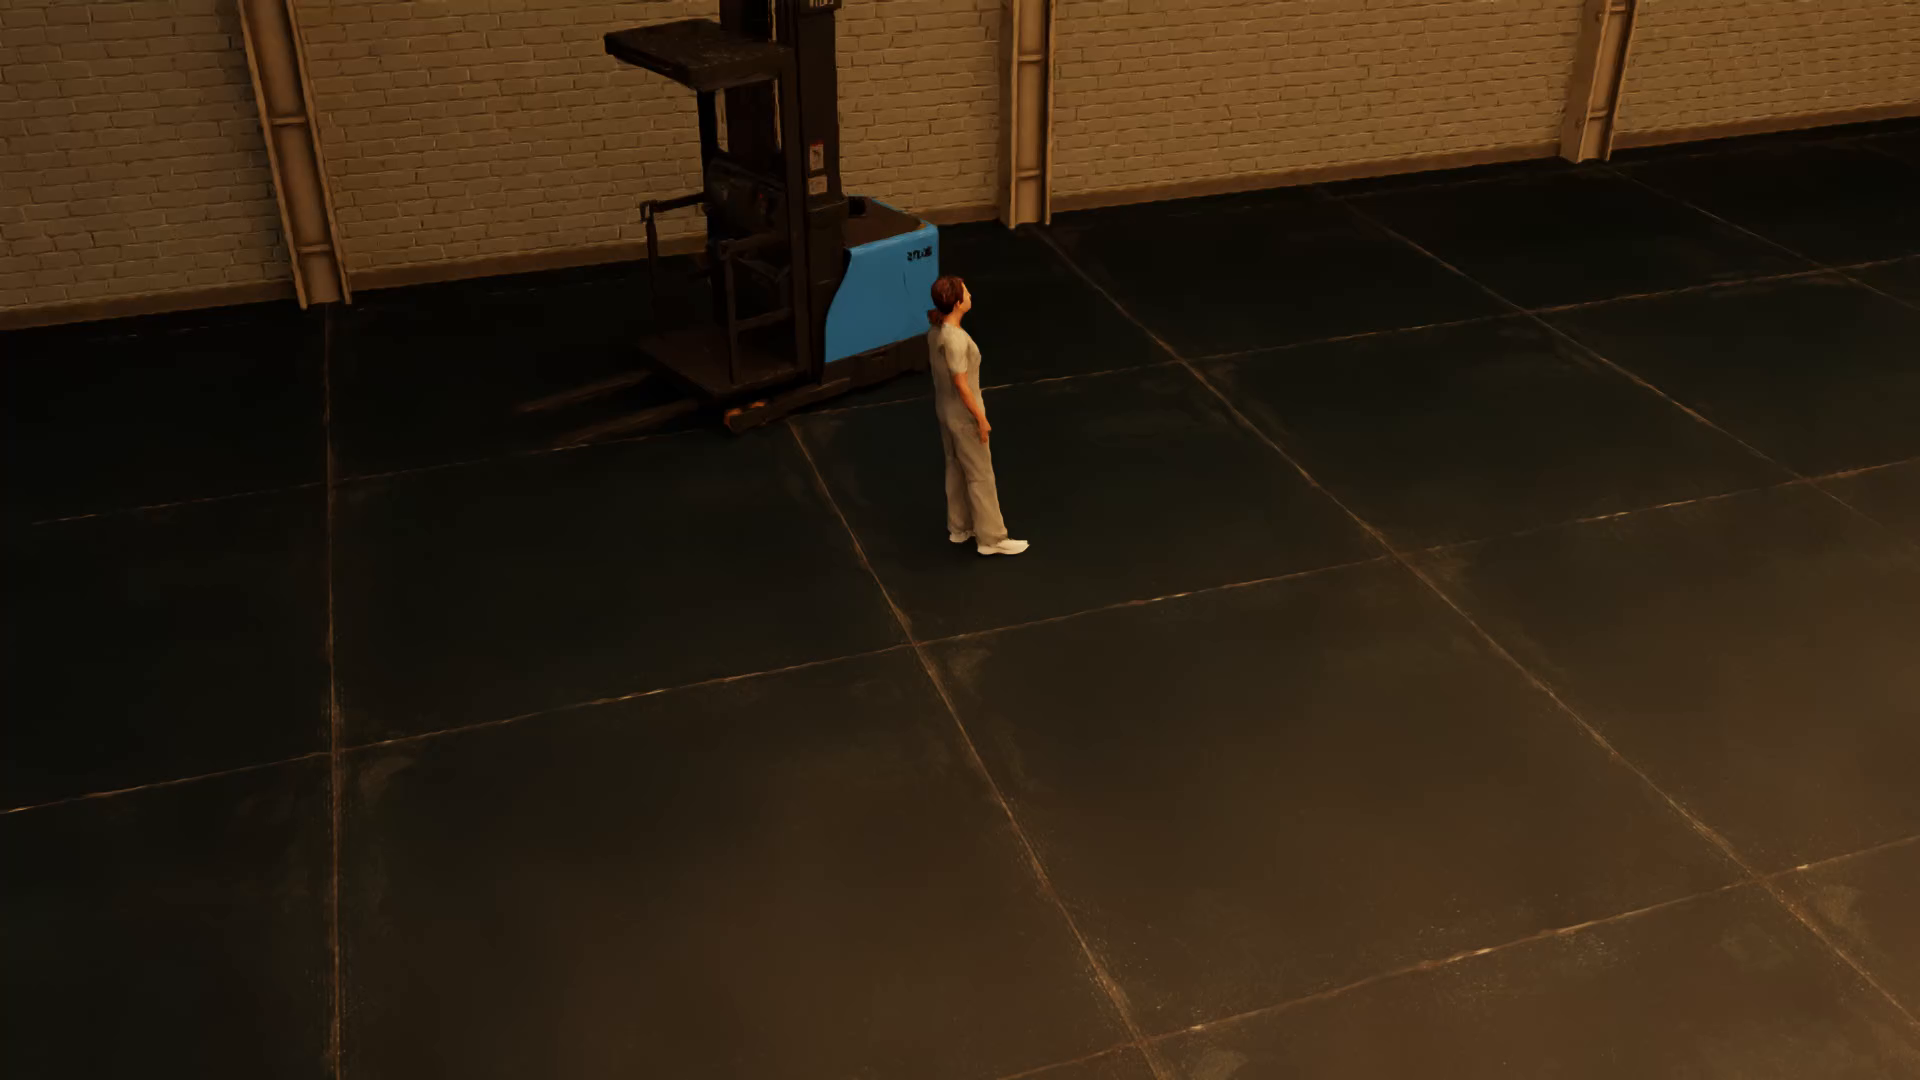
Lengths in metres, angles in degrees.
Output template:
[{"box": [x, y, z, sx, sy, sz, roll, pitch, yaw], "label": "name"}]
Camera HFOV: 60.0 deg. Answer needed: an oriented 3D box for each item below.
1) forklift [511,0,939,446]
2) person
[{"box": [-1.604, -2.285, 11.059, 3.031, 2.935, 1.130, -22, 36, -33], "label": "forklift"}, {"box": [0.074, -0.738, 9.614, 0.548, 1.674, 0.550, -10, 31, -16], "label": "person"}]
